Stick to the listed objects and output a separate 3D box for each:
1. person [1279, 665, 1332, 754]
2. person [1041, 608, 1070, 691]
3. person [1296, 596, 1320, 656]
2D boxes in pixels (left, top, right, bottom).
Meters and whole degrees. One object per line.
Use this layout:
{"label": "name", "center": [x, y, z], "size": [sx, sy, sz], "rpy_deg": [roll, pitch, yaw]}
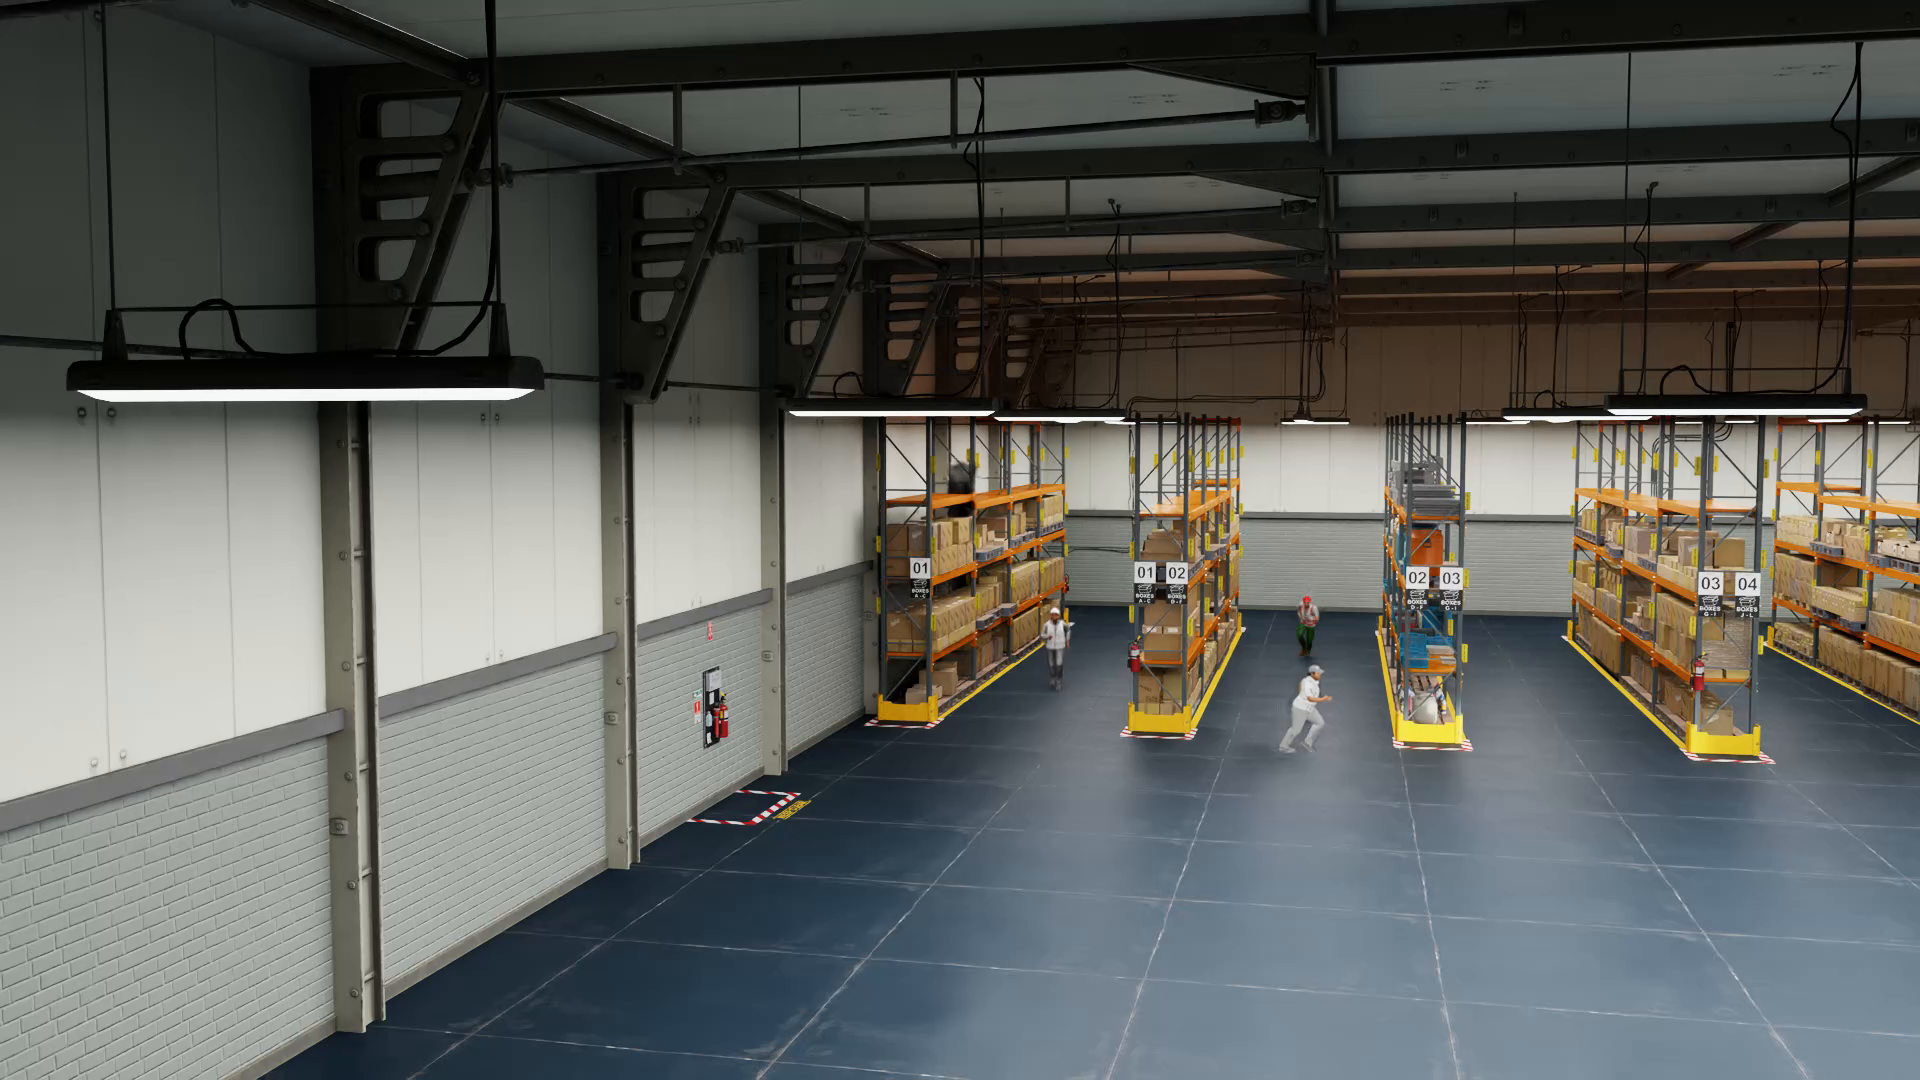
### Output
{"label": "person", "center": [6.047, 2.969, 29.047], "size": [0.929, 1.609, 0.594], "rpy_deg": [2, 4, 28]}
{"label": "person", "center": [2.084, 2.386, 36.328], "size": [0.633, 1.824, 0.829], "rpy_deg": [0, 4, 7]}
{"label": "person", "center": [8.648, 2.119, 41.349], "size": [0.673, 1.543, 1.105], "rpy_deg": [2, 4, 26]}
